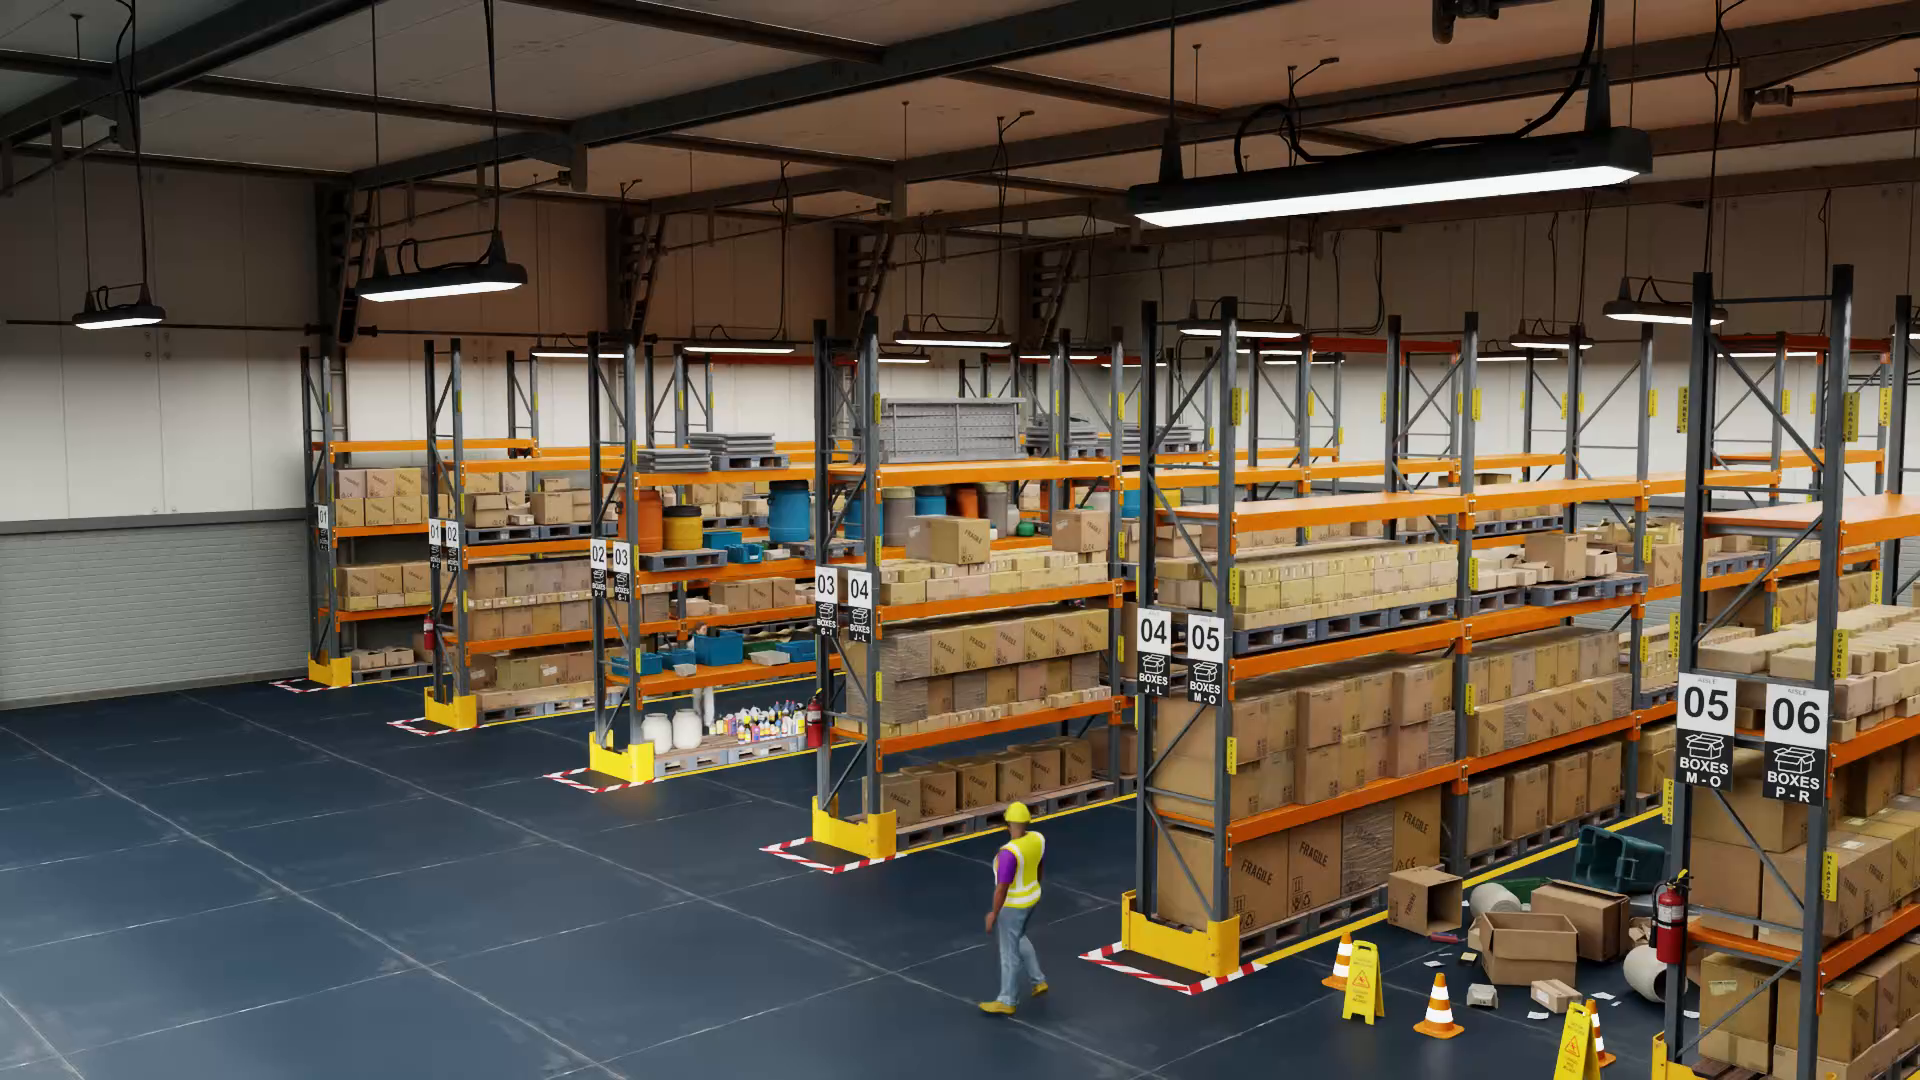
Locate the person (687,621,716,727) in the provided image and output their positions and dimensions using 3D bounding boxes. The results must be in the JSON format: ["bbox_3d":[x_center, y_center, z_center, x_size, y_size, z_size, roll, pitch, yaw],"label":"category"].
[{"bbox_3d":[-3.982,2.080,25.606,0.477,1.682,0.368,-4,6,-39],"label":"person"}]

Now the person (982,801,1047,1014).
[{"bbox_3d":[0.471,3.059,13.950,0.471,1.788,0.666,2,5,21],"label":"person"}]
